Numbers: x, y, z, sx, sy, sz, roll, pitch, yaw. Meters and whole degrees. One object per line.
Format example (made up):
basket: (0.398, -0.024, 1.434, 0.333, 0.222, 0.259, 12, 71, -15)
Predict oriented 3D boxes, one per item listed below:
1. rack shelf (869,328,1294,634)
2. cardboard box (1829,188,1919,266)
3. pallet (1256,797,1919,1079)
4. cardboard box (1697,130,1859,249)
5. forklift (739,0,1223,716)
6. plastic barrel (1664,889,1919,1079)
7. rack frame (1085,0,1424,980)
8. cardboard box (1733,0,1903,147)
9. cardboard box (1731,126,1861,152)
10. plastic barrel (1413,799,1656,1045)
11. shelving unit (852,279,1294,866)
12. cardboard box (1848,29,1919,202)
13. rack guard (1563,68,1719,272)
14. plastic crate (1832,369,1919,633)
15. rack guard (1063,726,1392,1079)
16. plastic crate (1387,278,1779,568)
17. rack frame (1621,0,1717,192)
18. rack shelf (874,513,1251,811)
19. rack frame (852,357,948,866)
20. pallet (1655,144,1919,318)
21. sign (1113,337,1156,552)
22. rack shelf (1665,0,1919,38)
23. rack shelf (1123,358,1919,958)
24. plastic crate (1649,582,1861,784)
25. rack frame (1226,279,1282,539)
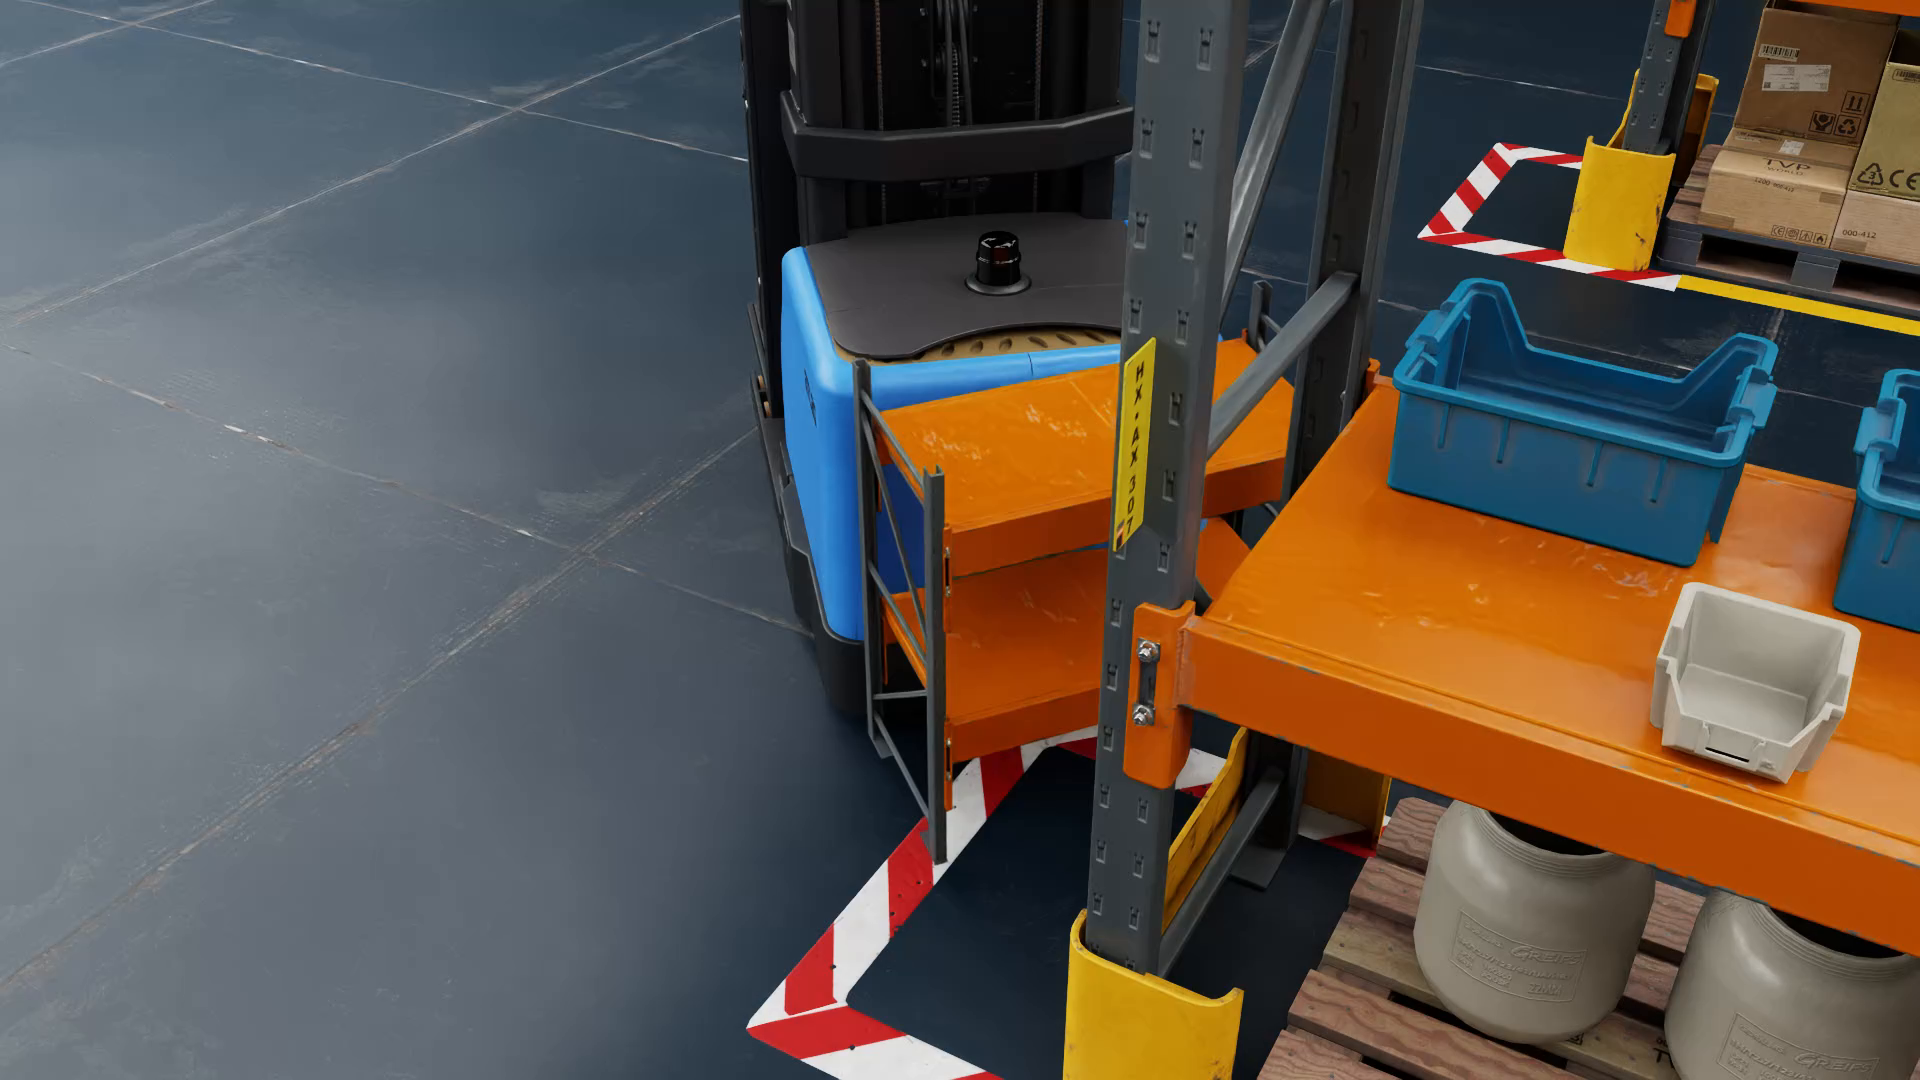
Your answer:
rack shelf: (0.337, -0.159, 3.825, 1.000, 0.278, 0.538, -13, 38, -17)
cardboard box: (3.791, -1.311, 6.614, 0.500, 0.250, 0.500, 18, 37, 24)
pallet: (1.331, 1.097, 3.413, 1.213, 0.211, 1.003, 18, 37, 24)
cardboard box: (3.355, -1.447, 6.818, 0.500, 0.250, 0.500, 18, 37, 24)
forklift: (-0.125, -1.562, 4.951, 1.130, 2.935, 3.031, -6, 34, -10)
plastic barrel: (1.583, 0.854, 3.126, 0.421, 0.512, 0.421, 0, 34, 0)
rack frame: (0.539, -0.288, 2.977, 0.127, 3.000, 1.000, 18, 37, 24)
cardboard box: (3.613, -2.009, 6.986, 0.500, 0.500, 0.500, 18, 37, 24)
cardboard box: (3.612, -1.696, 7.192, 0.500, 0.250, 0.500, 18, 37, 24)
plastic barrel: (1.148, 0.717, 3.333, 0.421, 0.512, 0.421, 0, 34, 0)
shelving unit: (0.337, 0.076, 3.998, 1.048, 1.125, 0.538, -13, 38, -17)
cardboard box: (3.790, -1.622, 6.405, 0.500, 0.500, 0.500, 18, 37, 24)
rack guard: (2.979, -1.637, 7.257, 0.348, 0.500, 1.175, 18, 37, 24)
plastic crate: (1.683, -0.051, 2.755, 0.408, 0.251, 0.499, 18, 37, 24)
rack guard: (0.628, 0.750, 3.672, 0.348, 0.500, 1.175, 18, 37, 24)
plastic crate: (1.122, -0.233, 3.027, 0.616, 0.251, 0.499, 18, 37, 24)
rack frame: (3.000, -2.671, 6.555, 0.127, 3.000, 1.000, 18, 37, 24)
rack shelf: (0.337, 0.273, 4.143, 1.000, 0.278, 0.538, -13, 38, -17)
rack frame: (-0.136, 0.187, 3.848, 0.032, 1.125, 0.500, -13, 38, -17)
pallet: (3.685, -1.320, 7.042, 1.213, 0.211, 1.003, 18, 37, 24)
sign: (0.262, -0.140, 2.504, 0.005, 0.325, 0.100, 18, 37, 24)
rack shelf: (4.736, -1.821, 5.928, 4.000, 0.370, 1.077, 18, 37, 24)
rack shelf: (2.275, 0.561, 2.350, 4.000, 0.370, 1.077, 18, 37, 24)
plastic crate: (1.156, 0.222, 2.448, 0.250, 0.136, 0.298, 18, 37, 24)
rack frame: (0.810, -0.034, 4.148, 0.032, 1.125, 0.500, -13, 38, -17)
